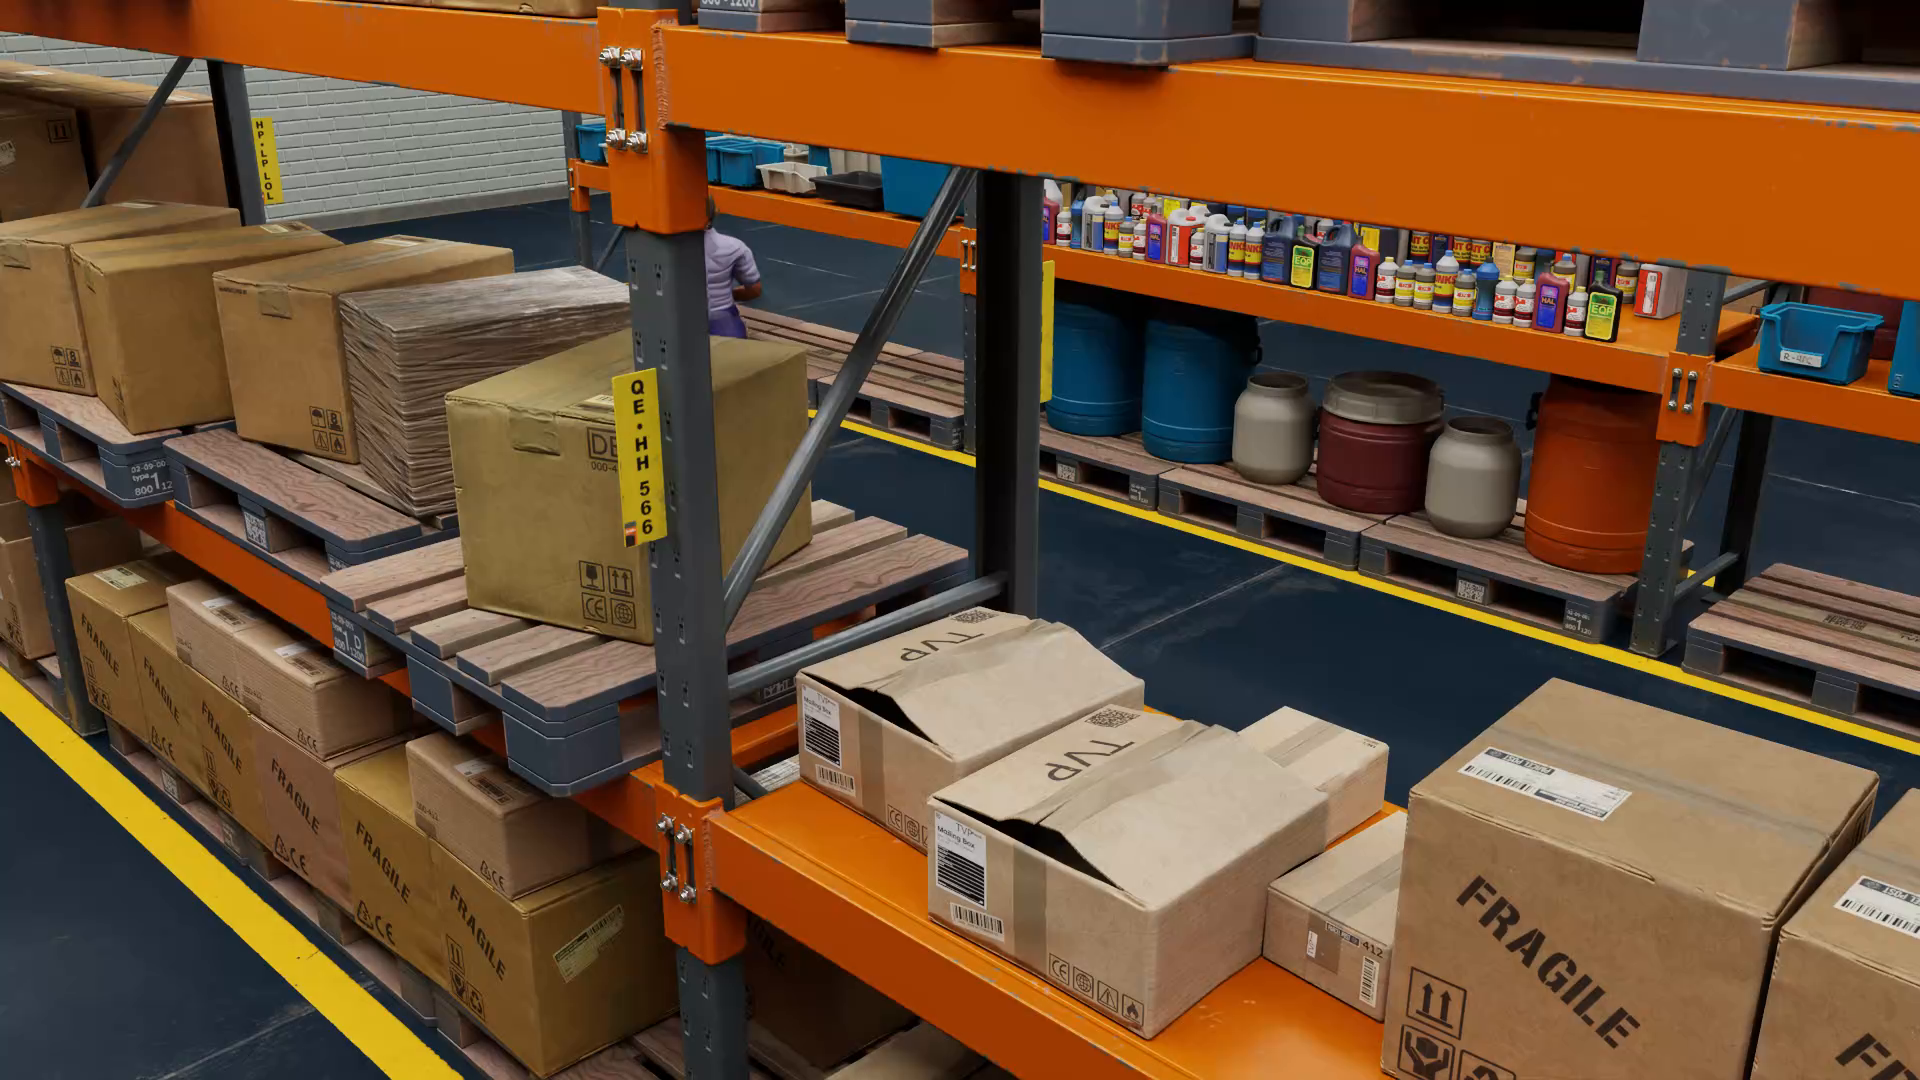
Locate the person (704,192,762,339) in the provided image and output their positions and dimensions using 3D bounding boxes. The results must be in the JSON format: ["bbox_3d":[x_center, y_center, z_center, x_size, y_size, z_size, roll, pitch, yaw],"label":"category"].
[{"bbox_3d":[-1.332,-0.979,8.743,0.618,1.689,0.614,-5,21,-13],"label":"person"}]
